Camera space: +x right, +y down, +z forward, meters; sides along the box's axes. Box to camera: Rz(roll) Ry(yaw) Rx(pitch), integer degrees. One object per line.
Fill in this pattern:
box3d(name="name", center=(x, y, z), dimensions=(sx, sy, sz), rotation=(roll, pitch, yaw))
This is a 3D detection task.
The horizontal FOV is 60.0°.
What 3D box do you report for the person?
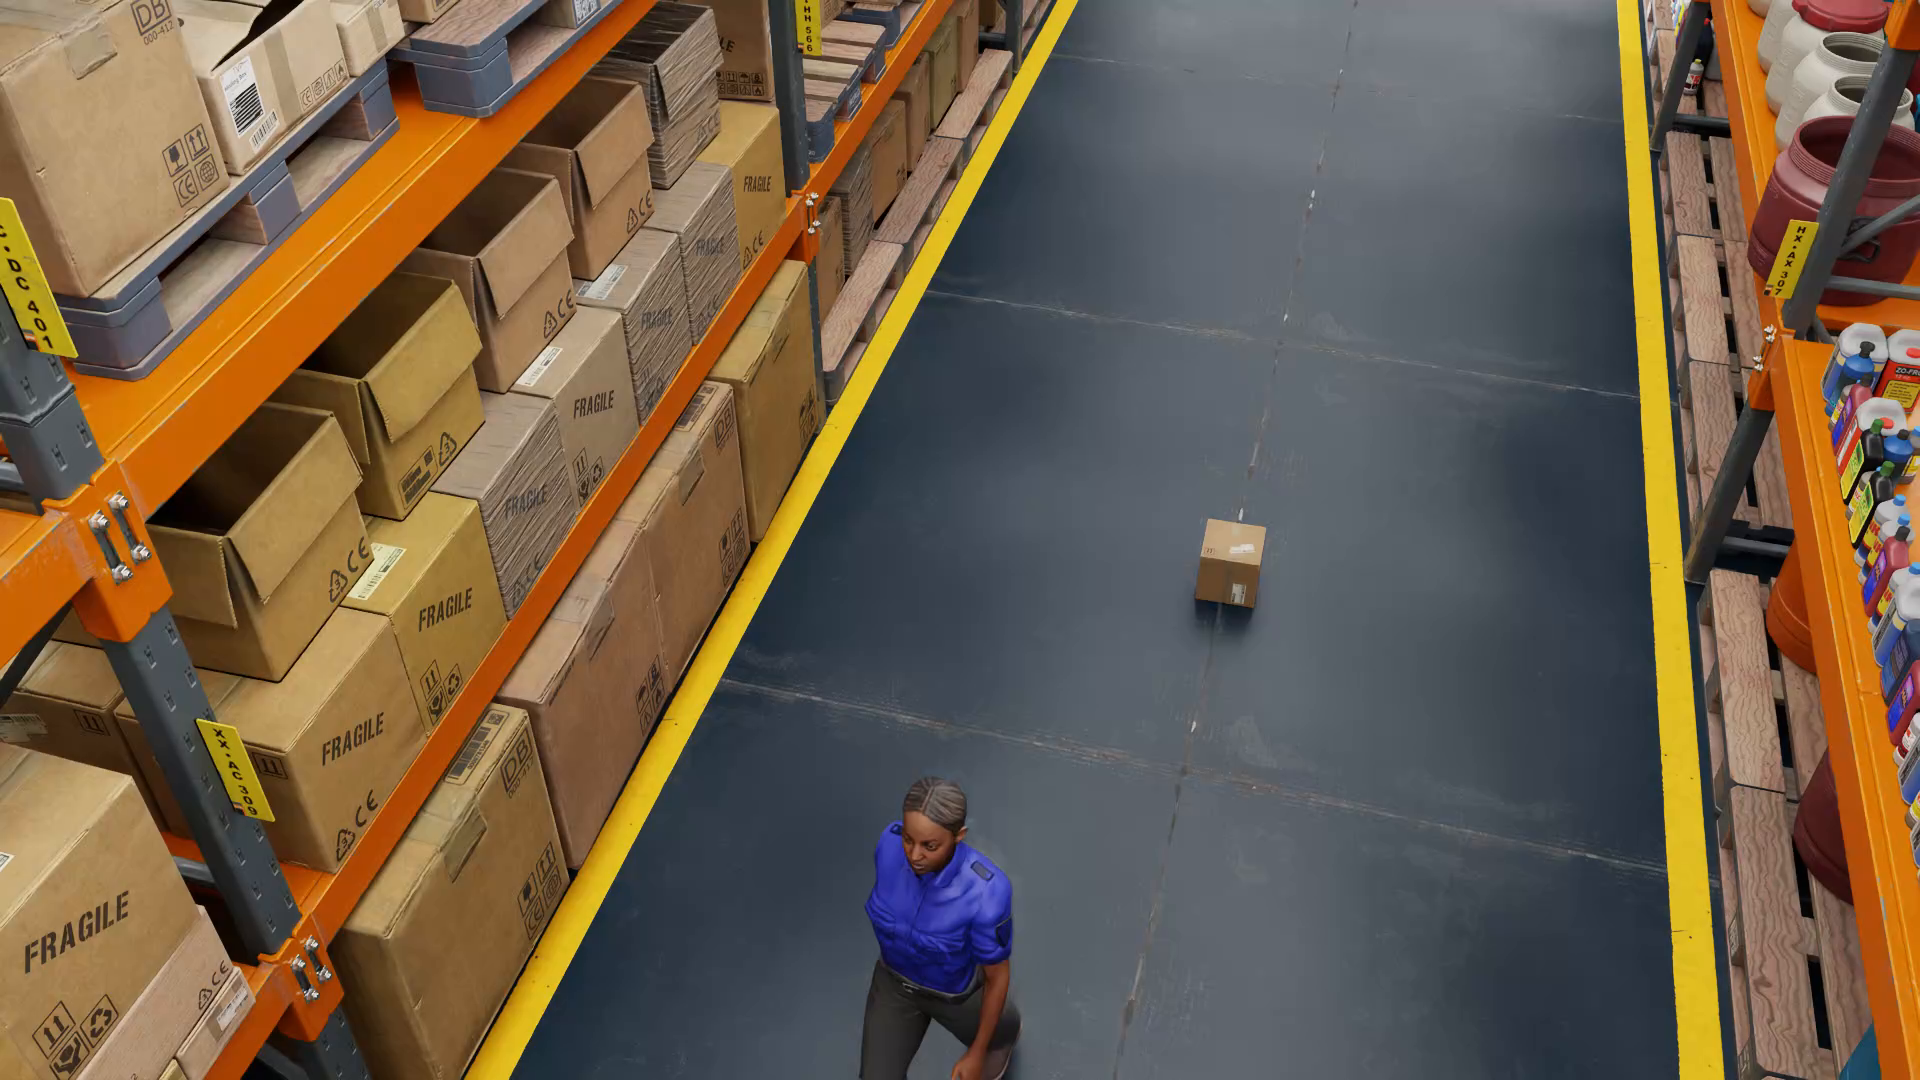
box3d(name="person", center=(-0.106, 1.304, 4.672), dimensions=(0.453, 1.600, 0.998), rotation=(19, 45, 20))
